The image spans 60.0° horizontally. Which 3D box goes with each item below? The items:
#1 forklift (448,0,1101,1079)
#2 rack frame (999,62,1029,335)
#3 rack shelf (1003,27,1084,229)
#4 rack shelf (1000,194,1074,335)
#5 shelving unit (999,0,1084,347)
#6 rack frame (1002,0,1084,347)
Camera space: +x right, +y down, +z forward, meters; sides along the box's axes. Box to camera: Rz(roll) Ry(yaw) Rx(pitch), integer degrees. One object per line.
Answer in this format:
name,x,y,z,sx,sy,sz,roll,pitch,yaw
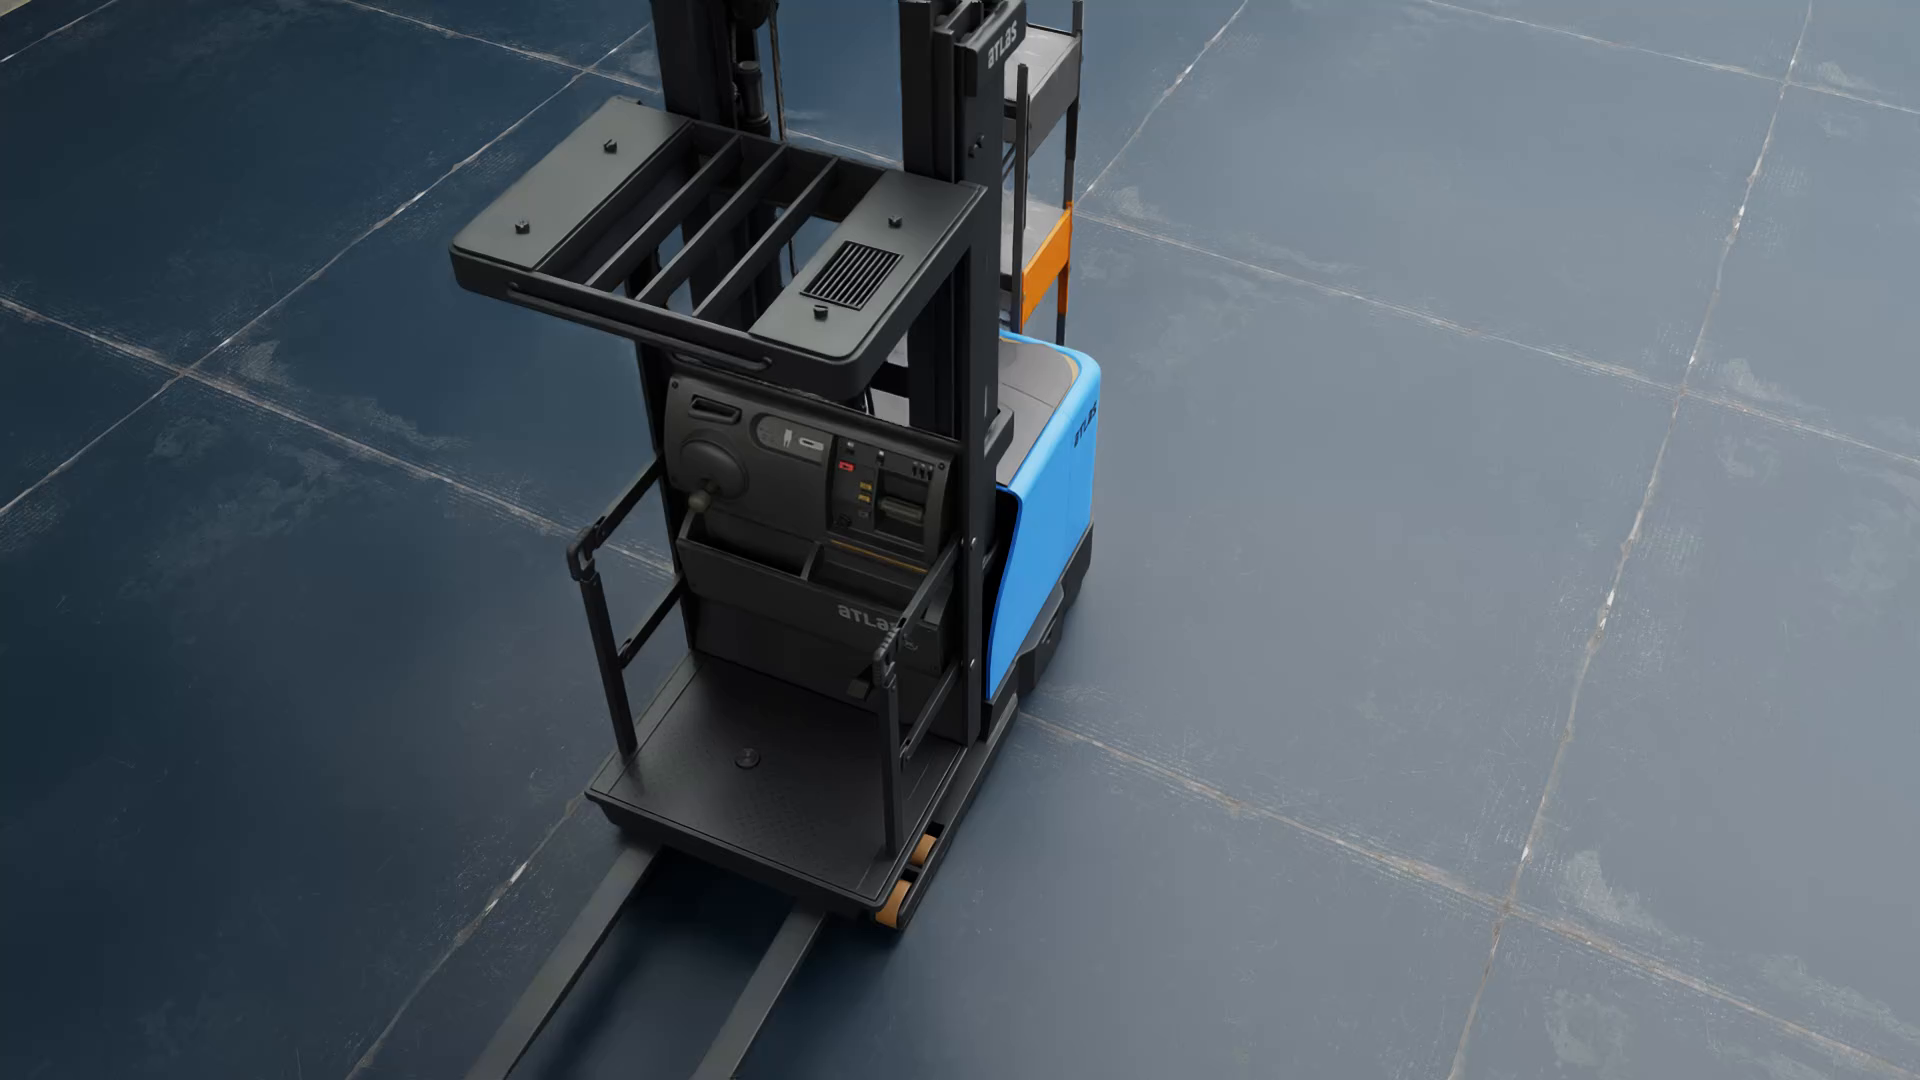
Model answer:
forklift,-0.549,-0.110,4.798,1.130,2.935,3.031,18,48,17
rack frame,0.035,-0.829,6.093,0.400,2.100,0.015,18,48,17
rack shelf,0.135,-1.470,5.761,0.431,0.518,0.480,18,48,17
rack shelf,0.135,-0.977,6.259,0.431,0.518,0.480,18,48,17
shelving unit,0.135,-0.987,6.249,0.431,2.100,0.503,18,48,17
rack frame,0.234,-1.145,6.406,0.400,2.100,0.015,18,48,17
